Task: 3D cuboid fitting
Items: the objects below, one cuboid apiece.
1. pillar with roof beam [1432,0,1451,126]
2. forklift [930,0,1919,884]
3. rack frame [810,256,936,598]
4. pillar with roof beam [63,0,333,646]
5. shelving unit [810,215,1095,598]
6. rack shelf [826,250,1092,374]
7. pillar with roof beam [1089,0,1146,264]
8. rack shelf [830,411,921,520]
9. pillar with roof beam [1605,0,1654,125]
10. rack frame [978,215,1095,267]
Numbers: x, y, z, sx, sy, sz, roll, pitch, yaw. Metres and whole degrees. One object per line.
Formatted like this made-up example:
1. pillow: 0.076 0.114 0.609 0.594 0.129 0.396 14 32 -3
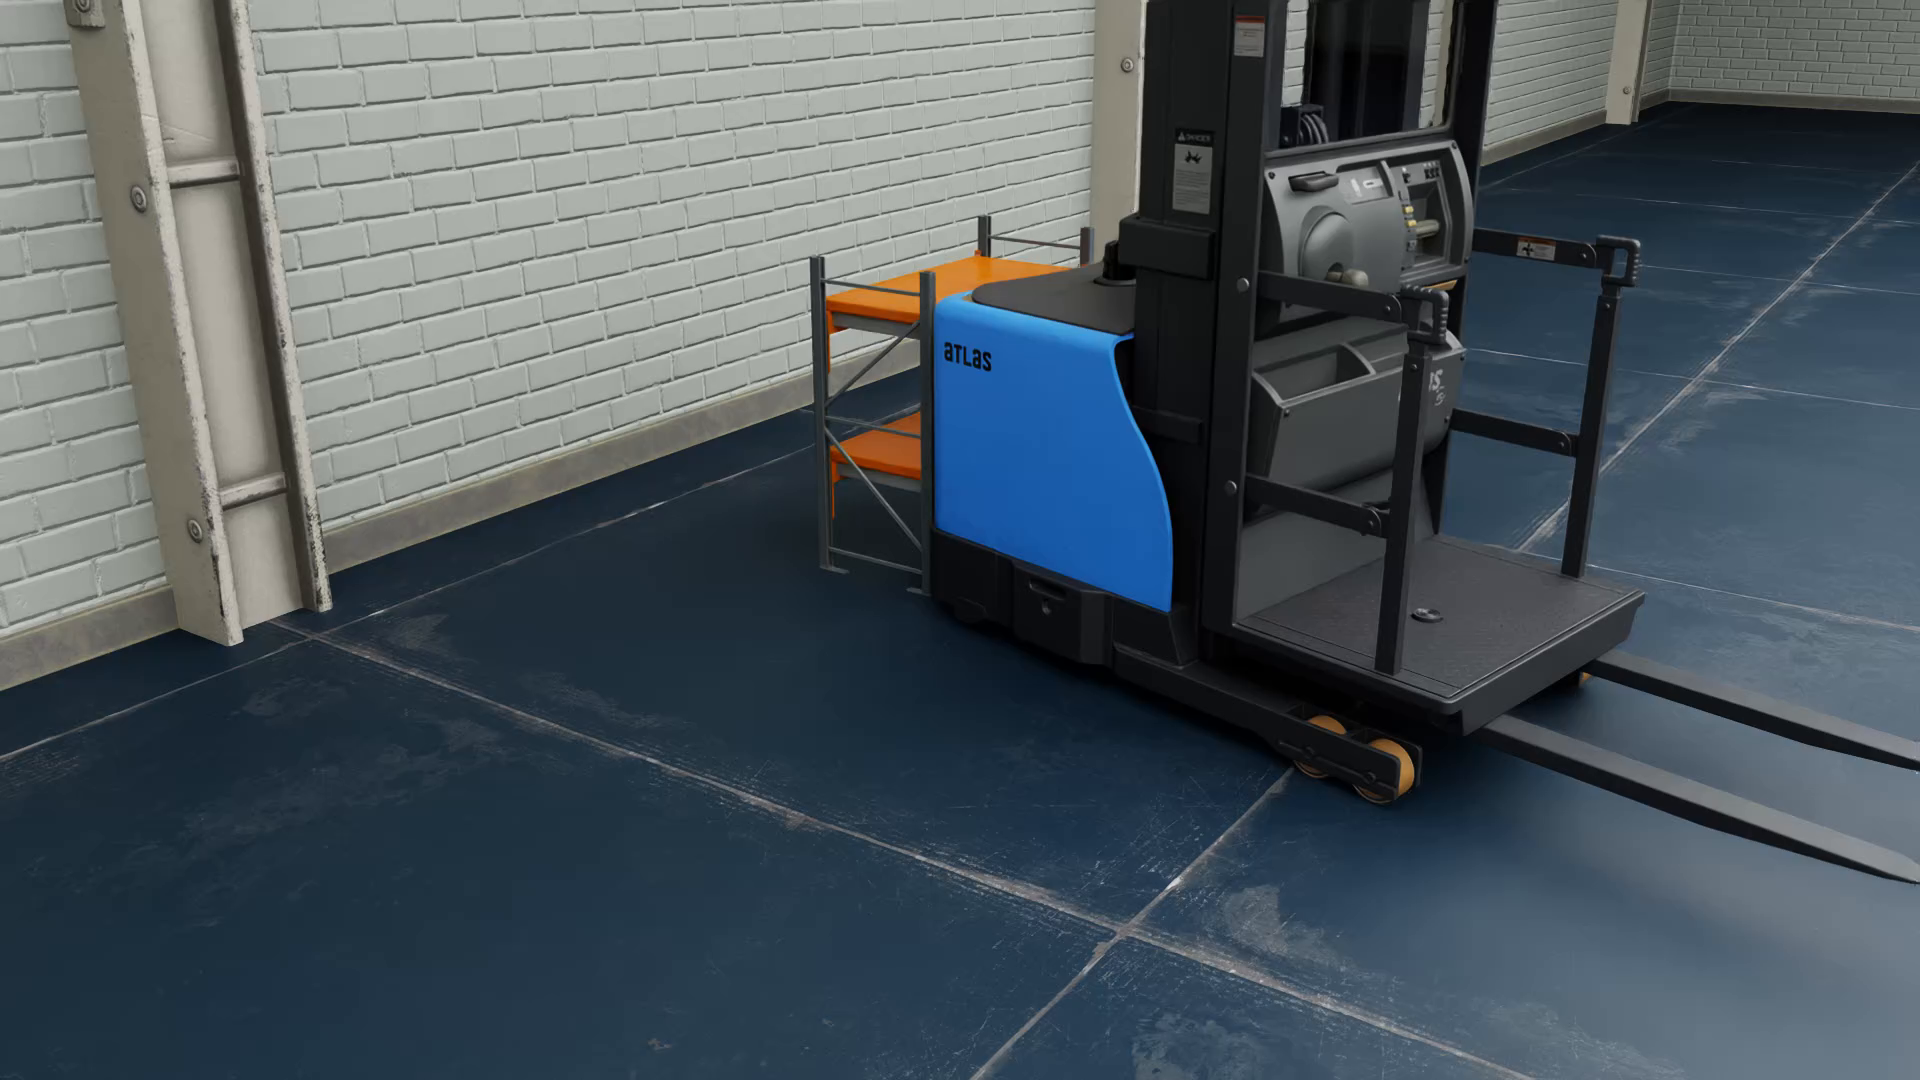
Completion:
1. pillar with roof beam: 7.942 -6.568 11.051 9.100 9.000 0.400 13 24 32
2. forklift: 1.281 -0.881 4.422 1.130 2.935 3.031 -18 27 -40
3. rack frame: -0.293 -0.381 5.673 0.500 1.125 0.032 13 24 32
4. pillar with roof beam: 1.197 -3.125 1.743 9.100 9.000 0.400 13 24 32
5. shelving unit: -0.005 -0.526 6.066 0.538 1.125 1.048 13 24 32
6. rack shelf: -0.005 -0.801 5.964 0.538 0.278 1.000 13 24 32
7. pillar with roof beam: 4.569 -4.847 6.397 9.100 9.000 0.400 13 24 32
8. rack shelf: -0.005 -0.297 6.151 0.538 0.278 1.000 13 24 32
9. pillar with roof beam: 11.315 -8.290 15.705 9.100 9.000 0.400 13 24 32
10. rack frame: 0.283 -0.672 6.459 0.500 1.125 0.032 13 24 32
